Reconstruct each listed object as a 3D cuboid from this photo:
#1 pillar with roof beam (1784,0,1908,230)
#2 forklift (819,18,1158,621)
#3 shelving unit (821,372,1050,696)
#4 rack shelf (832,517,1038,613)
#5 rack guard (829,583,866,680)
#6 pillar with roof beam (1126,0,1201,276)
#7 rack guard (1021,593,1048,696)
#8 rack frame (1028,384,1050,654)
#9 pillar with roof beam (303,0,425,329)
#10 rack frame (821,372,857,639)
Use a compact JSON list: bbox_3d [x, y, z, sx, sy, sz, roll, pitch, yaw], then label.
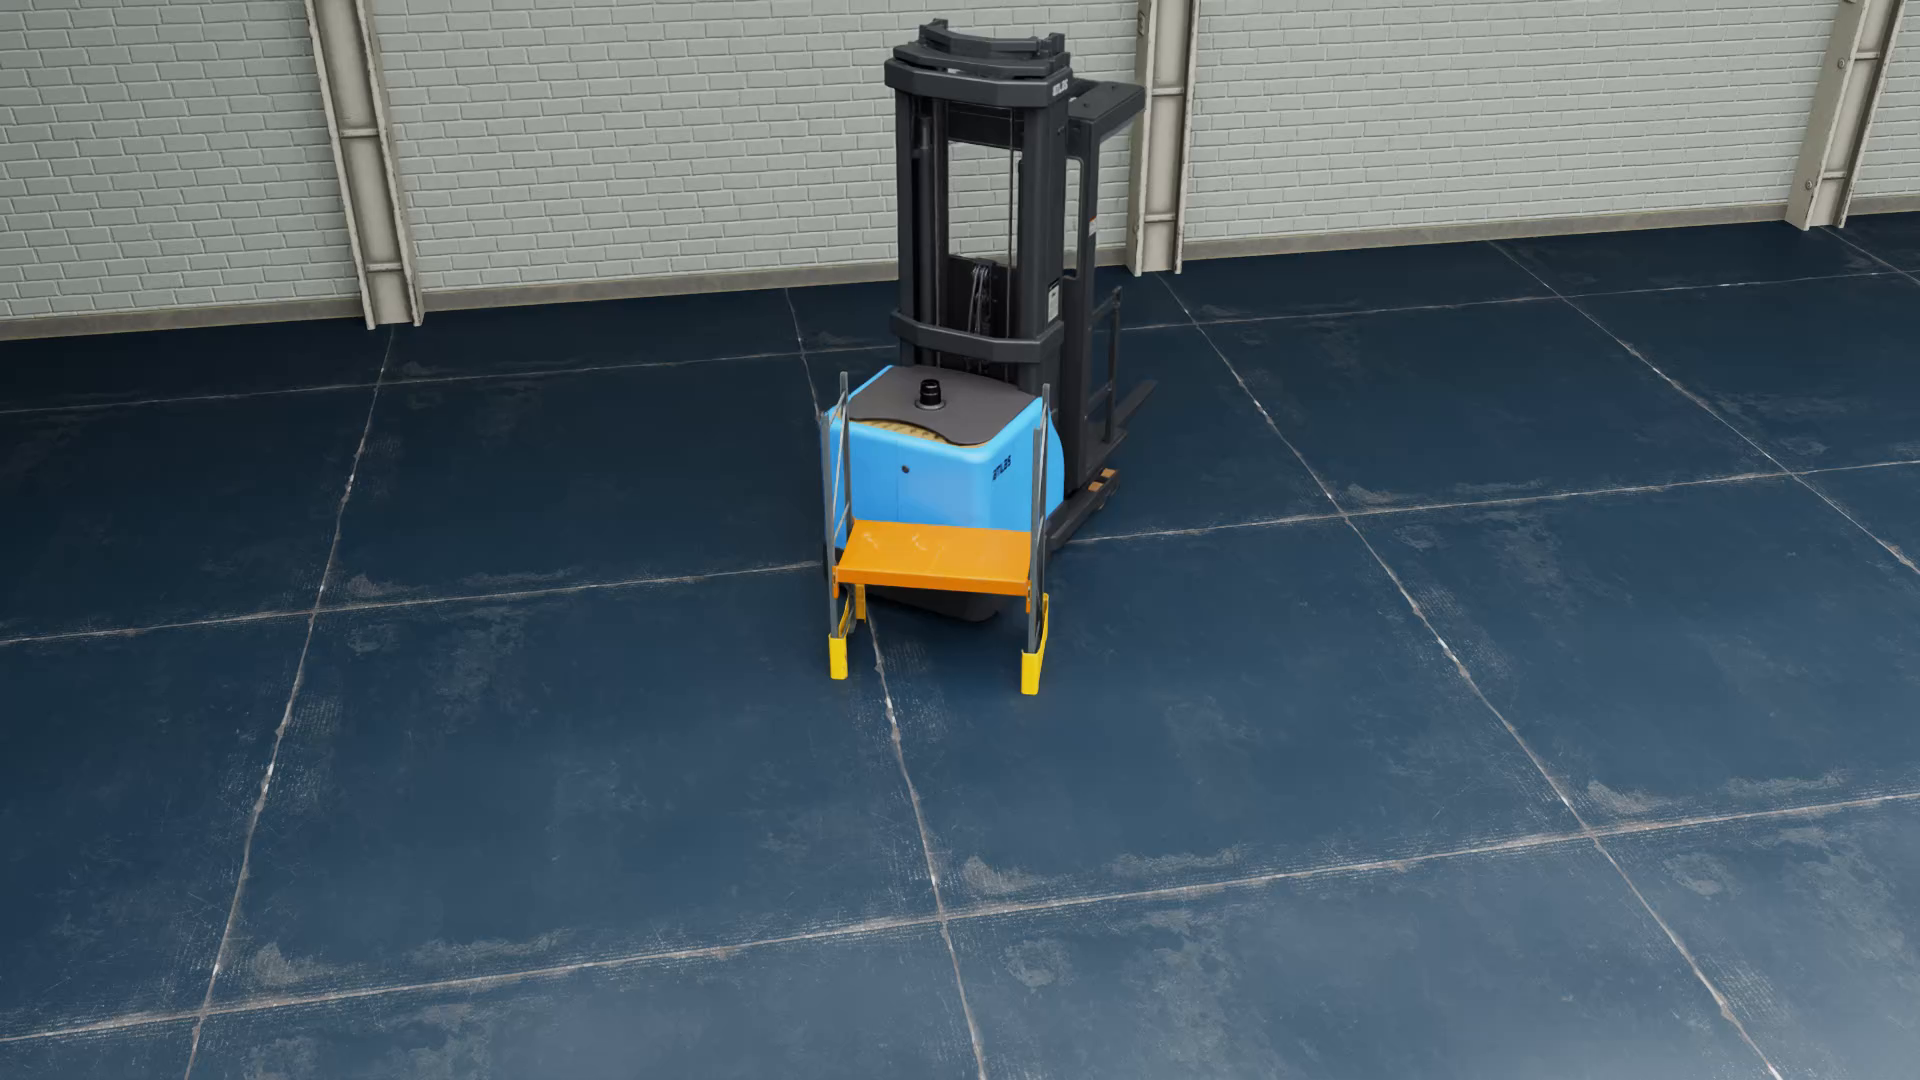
[{"bbox_3d":[8.263,-4.516,8.666,0.400,9.000,9.100,-5,31,-9],"label":"pillar with roof beam"},{"bbox_3d":[0.352,-1.547,9.604,1.130,2.935,3.031,15,33,23],"label":"forklift"},{"bbox_3d":[-0.101,-0.034,8.443,1.083,1.500,0.587,4,31,7],"label":"shelving unit"},{"bbox_3d":[-0.110,0.120,8.536,1.000,0.185,0.538,4,31,7],"label":"rack shelf"},{"bbox_3d":[-0.594,0.469,8.820,0.087,0.250,0.587,4,31,7],"label":"rack guard"},{"bbox_3d":[2.361,-3.968,7.734,0.400,9.000,9.100,-5,31,-9],"label":"pillar with roof beam"},{"bbox_3d":[0.392,0.539,8.700,0.087,0.250,0.587,4,31,7],"label":"rack guard"},{"bbox_3d":[0.393,0.001,8.384,0.032,1.500,0.500,4,31,7],"label":"rack frame"},{"bbox_3d":[-3.541,-3.420,6.803,0.400,9.000,9.100,-5,31,-9],"label":"pillar with roof beam"},{"bbox_3d":[-0.614,-0.071,8.505,0.032,1.500,0.500,4,31,7],"label":"rack frame"}]
